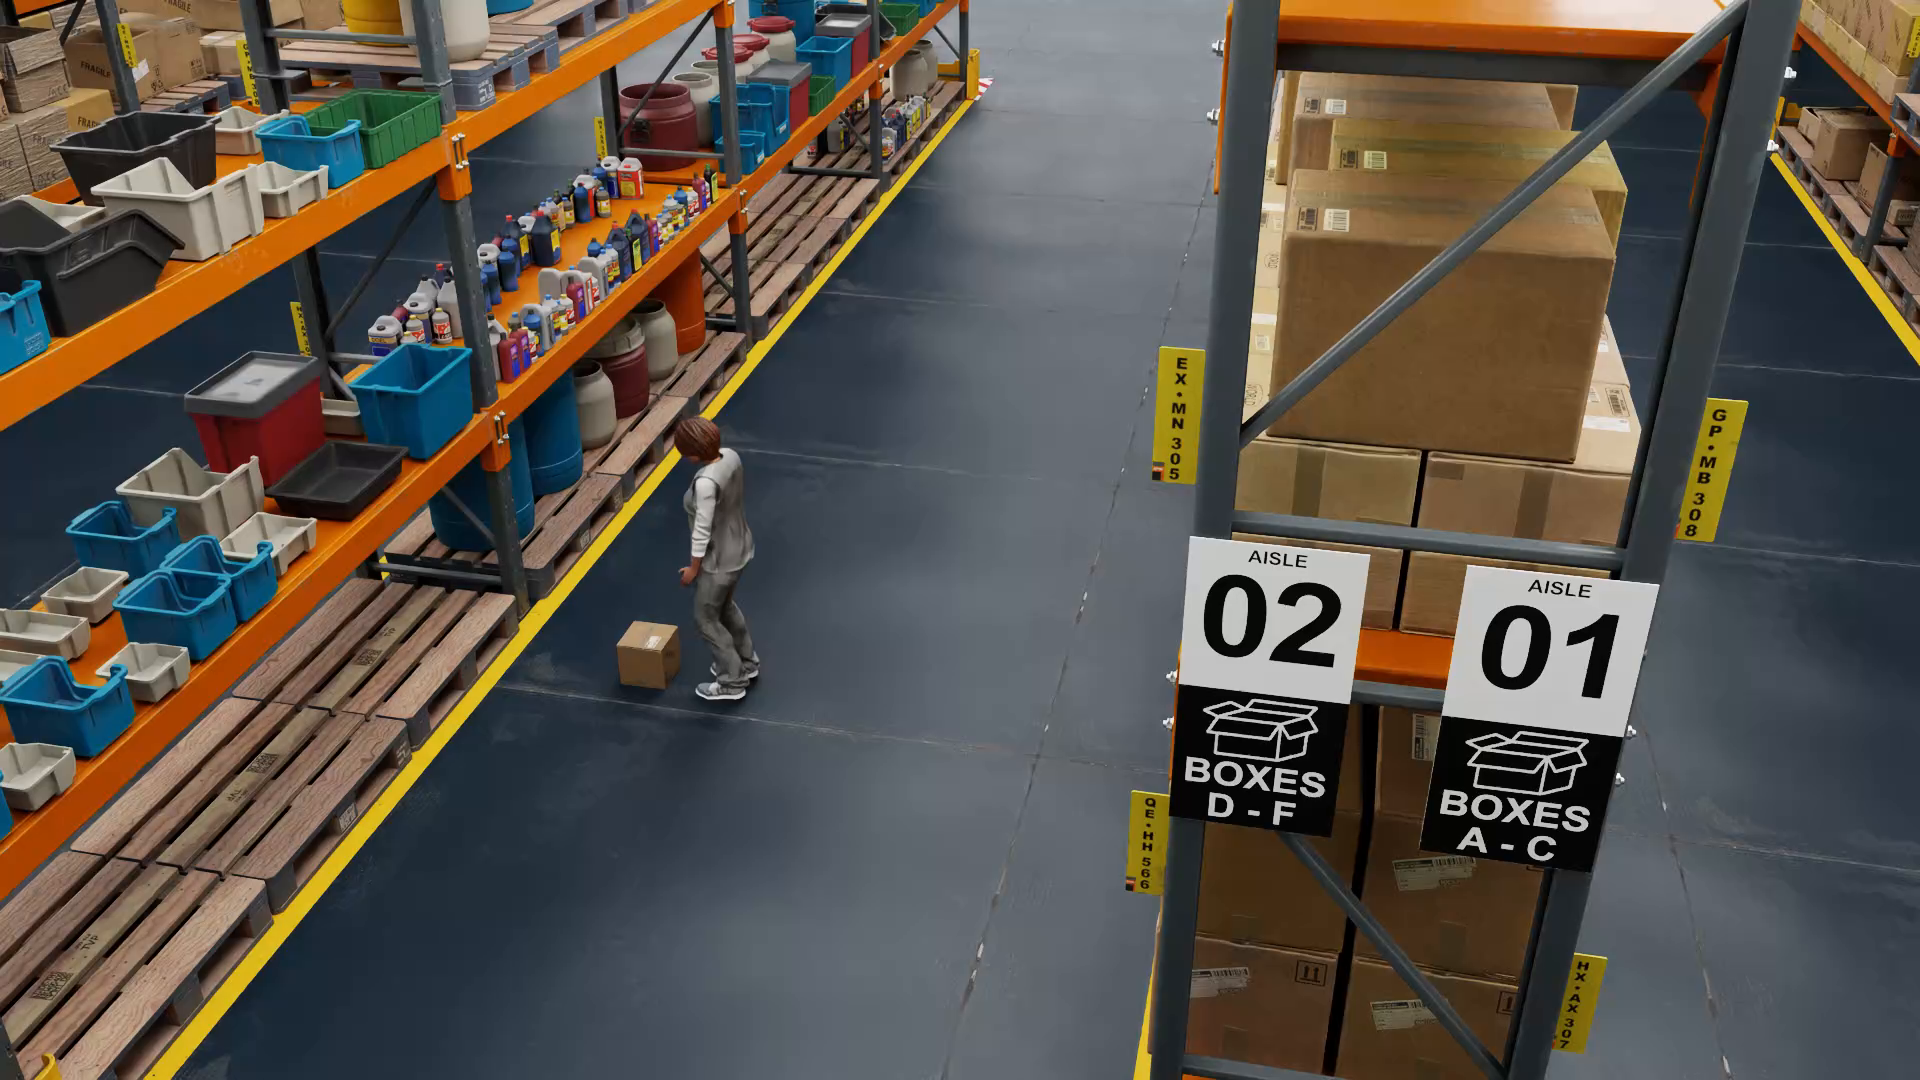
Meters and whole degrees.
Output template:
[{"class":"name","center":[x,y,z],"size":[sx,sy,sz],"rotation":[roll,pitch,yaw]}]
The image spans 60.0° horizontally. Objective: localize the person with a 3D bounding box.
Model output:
[{"class":"person","center":[-1.230,0.104,8.458],"size":[0.340,1.579,0.417],"rotation":[7,30,12]}]
